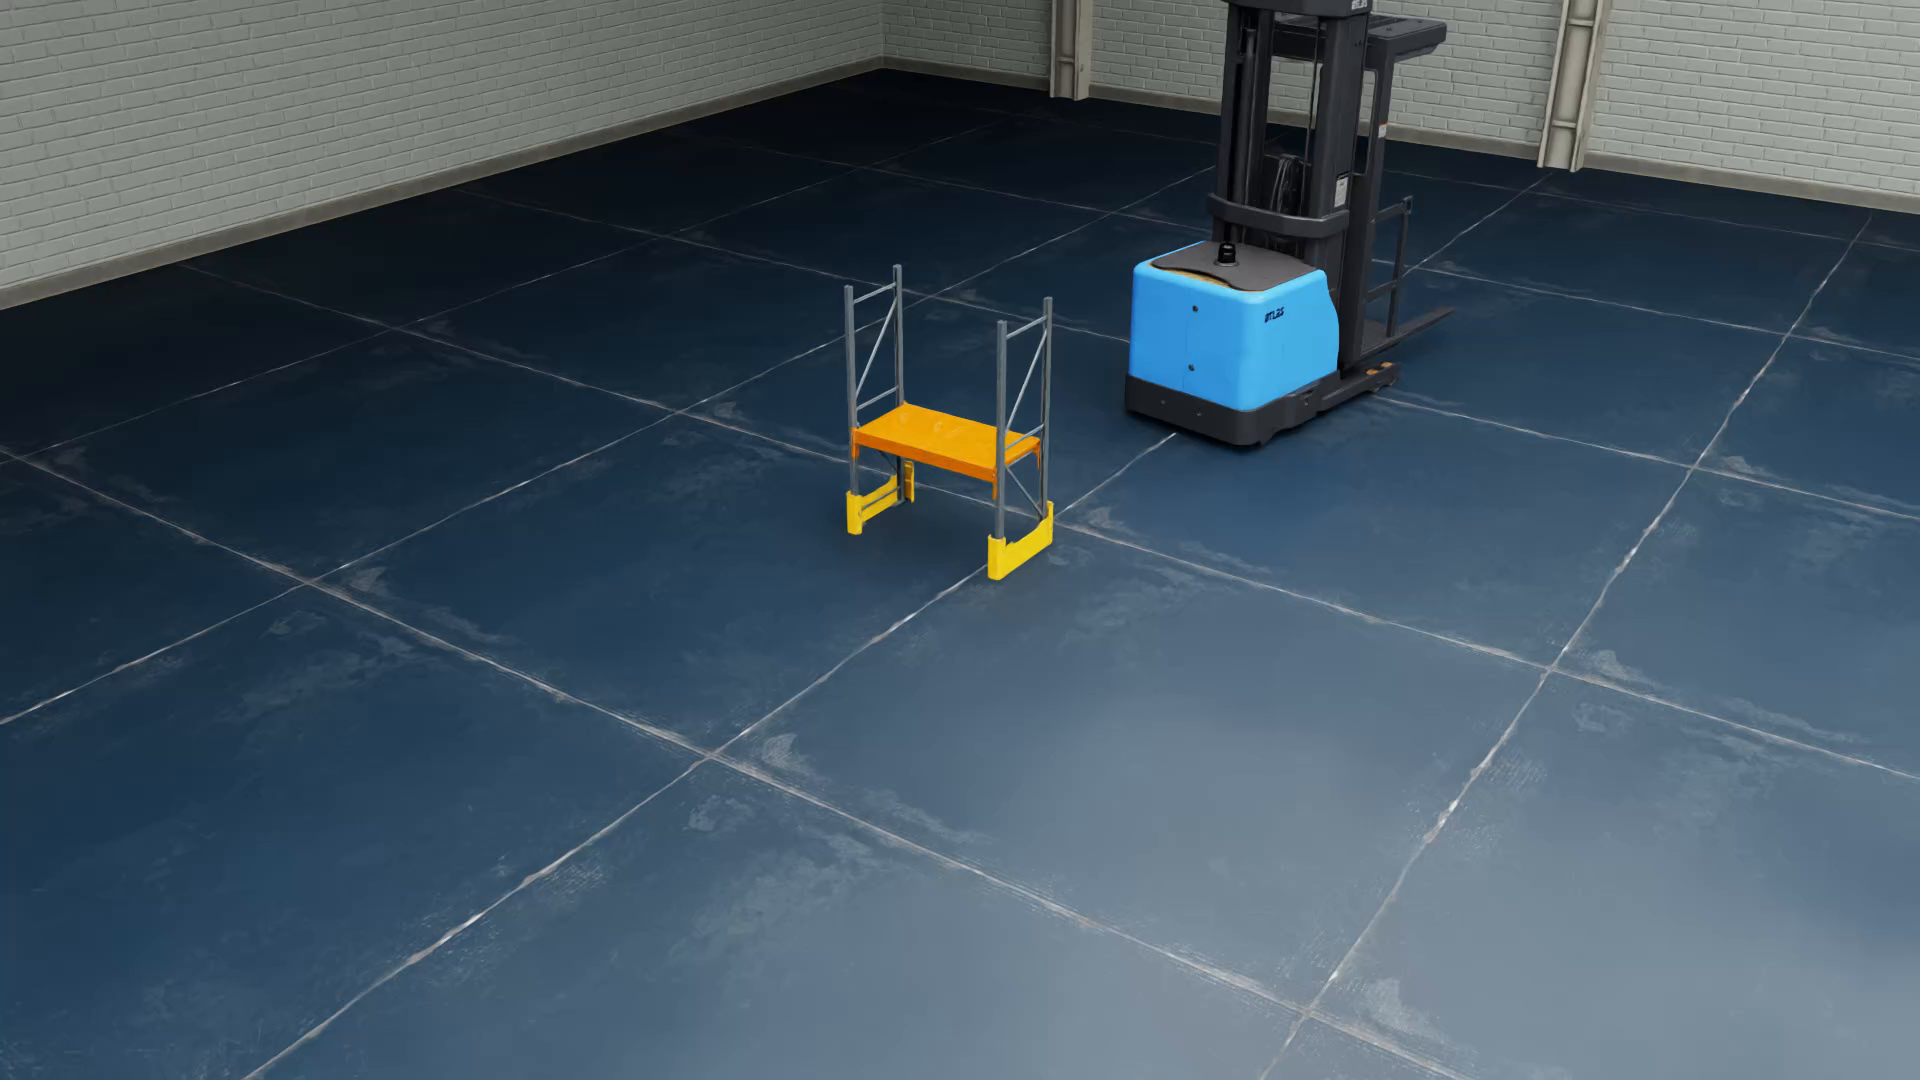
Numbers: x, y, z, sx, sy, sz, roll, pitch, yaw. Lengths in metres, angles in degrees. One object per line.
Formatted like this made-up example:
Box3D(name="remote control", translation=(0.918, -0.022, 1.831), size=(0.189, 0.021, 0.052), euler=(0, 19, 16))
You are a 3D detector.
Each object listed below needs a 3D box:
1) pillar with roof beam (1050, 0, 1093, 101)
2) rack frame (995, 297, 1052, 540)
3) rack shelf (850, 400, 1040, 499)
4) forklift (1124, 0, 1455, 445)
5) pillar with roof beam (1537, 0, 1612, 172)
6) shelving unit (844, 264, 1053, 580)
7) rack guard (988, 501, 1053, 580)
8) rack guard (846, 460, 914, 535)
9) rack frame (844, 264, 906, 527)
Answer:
Box3D(name="pillar with roof beam", translation=(-1.087, -7.860, 15.274), size=(0.400, 9.000, 9.100), euler=(17, 32, 30))
Box3D(name="rack frame", translation=(0.349, -0.560, 9.196), size=(0.032, 1.500, 0.500), euler=(17, 32, 30))
Box3D(name="rack shelf", translation=(-0.070, -0.530, 9.534), size=(1.000, 0.185, 0.538), euler=(17, 32, 30))
Box3D(name="forklift", translation=(2.510, -2.496, 11.423), size=(1.130, 2.935, 3.031), euler=(23, 35, 38))
Box3D(name="pillar with roof beam", translation=(3.858, -6.319, 12.246), size=(0.400, 9.000, 9.100), euler=(17, 32, 30))
Box3D(name="shelving unit", translation=(-0.063, -0.688, 9.448), size=(1.083, 1.500, 0.587), euler=(17, 32, 30))
Box3D(name="rack guard", translation=(0.348, -0.003, 9.480), size=(0.087, 0.250, 0.587), euler=(17, 32, 30))
Box3D(name="rack guard", translation=(-0.473, -0.259, 9.983), size=(0.087, 0.250, 0.587), euler=(17, 32, 30))
Box3D(name="rack frame", translation=(-0.489, -0.821, 9.709), size=(0.032, 1.500, 0.500), euler=(17, 32, 30))
